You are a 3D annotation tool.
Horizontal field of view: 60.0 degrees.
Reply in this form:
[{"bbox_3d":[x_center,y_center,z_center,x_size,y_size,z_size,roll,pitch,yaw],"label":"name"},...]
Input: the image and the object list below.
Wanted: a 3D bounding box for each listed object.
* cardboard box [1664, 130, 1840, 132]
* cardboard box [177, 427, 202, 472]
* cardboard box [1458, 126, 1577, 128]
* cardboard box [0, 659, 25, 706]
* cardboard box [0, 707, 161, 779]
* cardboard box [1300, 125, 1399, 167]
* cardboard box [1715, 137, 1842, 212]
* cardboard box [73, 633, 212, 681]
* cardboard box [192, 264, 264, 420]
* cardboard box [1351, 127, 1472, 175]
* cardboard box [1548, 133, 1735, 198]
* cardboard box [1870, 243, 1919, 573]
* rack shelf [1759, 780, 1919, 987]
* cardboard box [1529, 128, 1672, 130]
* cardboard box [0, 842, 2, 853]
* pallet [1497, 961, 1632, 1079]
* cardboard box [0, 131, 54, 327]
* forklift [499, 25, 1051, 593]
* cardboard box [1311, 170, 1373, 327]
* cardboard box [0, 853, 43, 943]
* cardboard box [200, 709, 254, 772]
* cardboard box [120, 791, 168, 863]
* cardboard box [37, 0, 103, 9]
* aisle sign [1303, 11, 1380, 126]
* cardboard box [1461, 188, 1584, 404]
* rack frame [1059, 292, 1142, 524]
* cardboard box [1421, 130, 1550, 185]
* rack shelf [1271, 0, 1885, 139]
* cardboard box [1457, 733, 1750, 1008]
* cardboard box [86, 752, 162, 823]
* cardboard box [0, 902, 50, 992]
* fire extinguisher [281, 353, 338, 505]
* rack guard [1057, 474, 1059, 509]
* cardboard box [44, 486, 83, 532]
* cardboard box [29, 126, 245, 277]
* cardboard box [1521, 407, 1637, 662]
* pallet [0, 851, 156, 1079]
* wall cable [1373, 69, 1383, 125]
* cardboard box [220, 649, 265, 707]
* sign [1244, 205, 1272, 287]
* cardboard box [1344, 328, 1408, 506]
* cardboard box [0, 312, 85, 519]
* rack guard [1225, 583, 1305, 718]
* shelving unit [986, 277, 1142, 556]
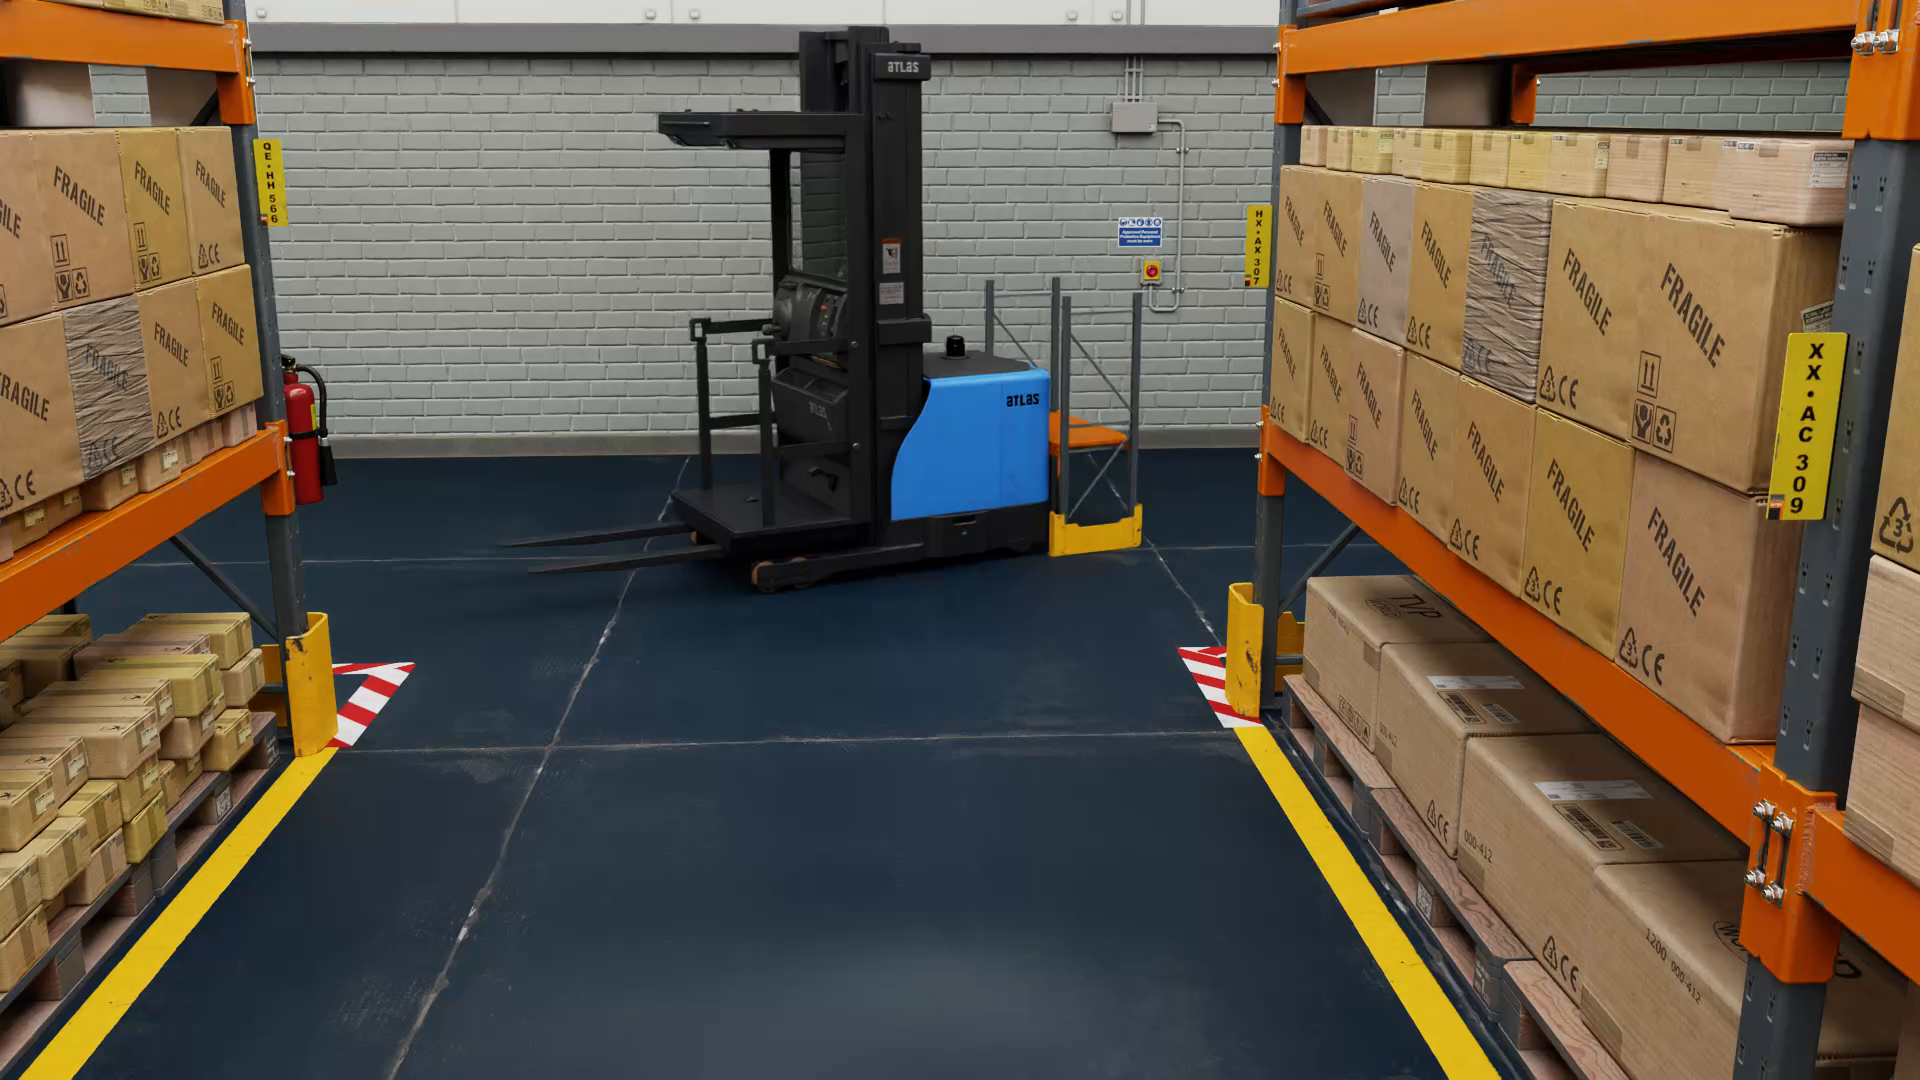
[{"bbox_3d":[2.174,-1.053,4.591,0.380,0.149,0.250,-1,14,-3],"label":"cardboard box"},{"bbox_3d":[-2.861,-0.315,5.736,0.380,0.149,0.250,-1,14,-4],"label":"cardboard box"},{"bbox_3d":[2.024,-1.437,6.085,0.380,0.149,0.250,-1,14,-2],"label":"cardboard box"},{"bbox_3d":[-3.454,0.518,5.678,0.380,0.149,0.250,-1,14,-4],"label":"cardboard box"},{"bbox_3d":[-2.760,0.636,5.219,0.380,0.149,0.250,0,14,-1],"label":"cardboard box"},{"bbox_3d":[1.508,-1.494,6.304,0.380,0.149,0.250,-1,14,-2],"label":"cardboard box"},{"bbox_3d":[1.765,-0.731,3.337,0.380,0.149,0.250,-1,14,-2],"label":"cardboard box"},{"bbox_3d":[-2.928,0.442,5.972,0.380,0.149,0.250,-1,14,-2],"label":"cardboard box"},{"bbox_3d":[-2.887,-0.723,6.018,0.500,0.500,0.500,-1,14,-2],"label":"cardboard box"},{"bbox_3d":[1.531,-1.298,5.543,0.380,0.149,0.250,-1,14,-5],"label":"cardboard box"},{"bbox_3d":[1.675,-0.917,4.062,0.380,0.149,0.250,-1,14,-4],"label":"cardboard box"},{"bbox_3d":[1.750,-0.164,2.435,0.500,0.500,0.500,-1,14,-3],"label":"cardboard box"},{"bbox_3d":[2.134,1.101,1.171,1.077,0.370,4.000,-1,14,-3],"label":"rack shelf"},{"bbox_3d":[2.044,-1.245,5.337,0.380,0.149,0.250,-1,14,-4],"label":"cardboard box"},{"bbox_3d":[-2.834,0.830,4.466,0.380,0.149,0.250,-1,15,-6],"label":"cardboard box"},{"bbox_3d":[2.041,1.415,4.102,1.003,0.211,1.213,-1,14,-3],"label":"pallet"},{"bbox_3d":[-2.787,-0.818,4.382,0.500,0.500,0.500,-1,14,-5],"label":"cardboard box"},{"bbox_3d":[-1.016,-1.287,9.145,3.031,2.935,1.130,-7,16,-27],"label":"forklift"},{"bbox_3d":[1.547,-1.020,5.764,0.500,0.500,0.500,-1,14,-5],"label":"cardboard box"},{"bbox_3d":[-2.743,0.974,4.504,0.380,0.149,0.250,-1,14,-4],"label":"cardboard box"},{"bbox_3d":[-2.814,0.729,6.051,0.380,0.149,0.250,0,14,-2],"label":"cardboard box"},{"bbox_3d":[-2.777,0.920,5.309,0.380,0.149,0.250,-2,15,-6],"label":"cardboard box"},{"bbox_3d":[-2.823,-1.659,4.735,0.500,0.250,0.500,0,14,-1],"label":"cardboard box"},{"bbox_3d":[1.468,-2.012,6.609,0.394,0.787,0.004,-1,14,-3],"label":"aisle sign"},{"bbox_3d":[1.641,-0.643,4.300,0.500,0.500,0.500,-1,14,-3],"label":"cardboard box"},{"bbox_3d":[0.807,-0.665,9.600,0.500,1.500,0.032,-6,16,-23],"label":"rack frame"},{"bbox_3d":[1.562,-1.108,4.802,0.380,0.149,0.250,-1,14,-5],"label":"cardboard box"},{"bbox_3d":[1.886,-1.347,4.664,1.077,0.370,4.000,-1,14,-3],"label":"rack shelf"},{"bbox_3d":[2.022,0.912,4.760,0.875,0.438,0.875,-1,14,-5],"label":"cardboard box"},{"bbox_3d":[-2.776,0.780,5.257,0.380,0.149,0.250,-1,14,-3],"label":"cardboard box"},{"bbox_3d":[-2.747,1.116,4.546,0.380,0.149,0.250,-1,14,-5],"label":"cardboard box"},{"bbox_3d":[-2.727,-0.490,6.814,0.296,0.674,0.183,-1,14,-3],"label":"fire extinguisher"},{"bbox_3d":[0.393,-0.290,10.653,0.587,0.250,0.087,-6,16,-23],"label":"rack guard"},{"bbox_3d":[-2.878,-0.118,4.969,0.380,0.149,0.250,-1,15,-6],"label":"cardboard box"},{"bbox_3d":[-2.895,-1.205,5.885,0.500,0.500,0.500,-1,14,-5],"label":"cardboard box"},{"bbox_3d":[1.689,-0.033,3.932,0.500,0.500,0.500,-1,14,-5],"label":"cardboard box"},{"bbox_3d":[-3.080,1.237,4.797,1.003,0.211,1.213,-1,14,-3],"label":"pallet"},{"bbox_3d":[2.804,-2.658,12.300,0.588,1.984,0.122,-1,14,-3],"label":"wall cable"},{"bbox_3d":[-2.854,0.522,6.259,0.380,0.149,0.250,-1,14,-5],"label":"cardboard box"},{"bbox_3d":[1.208,-1.190,6.736,0.100,0.325,0.005,-1,14,-3],"label":"sign"},{"bbox_3d":[1.578,-0.412,5.408,0.500,0.500,0.500,-1,14,-4],"label":"cardboard box"},{"bbox_3d":[-2.799,-0.344,4.548,0.500,0.500,0.500,0,14,-1],"label":"cardboard box"},{"bbox_3d":[1.761,0.465,7.216,1.175,0.500,0.348,-1,14,-3],"label":"rack guard"},{"bbox_3d":[0.596,-0.782,10.057,0.587,1.500,1.083,-6,16,-23],"label":"shelving unit"}]
